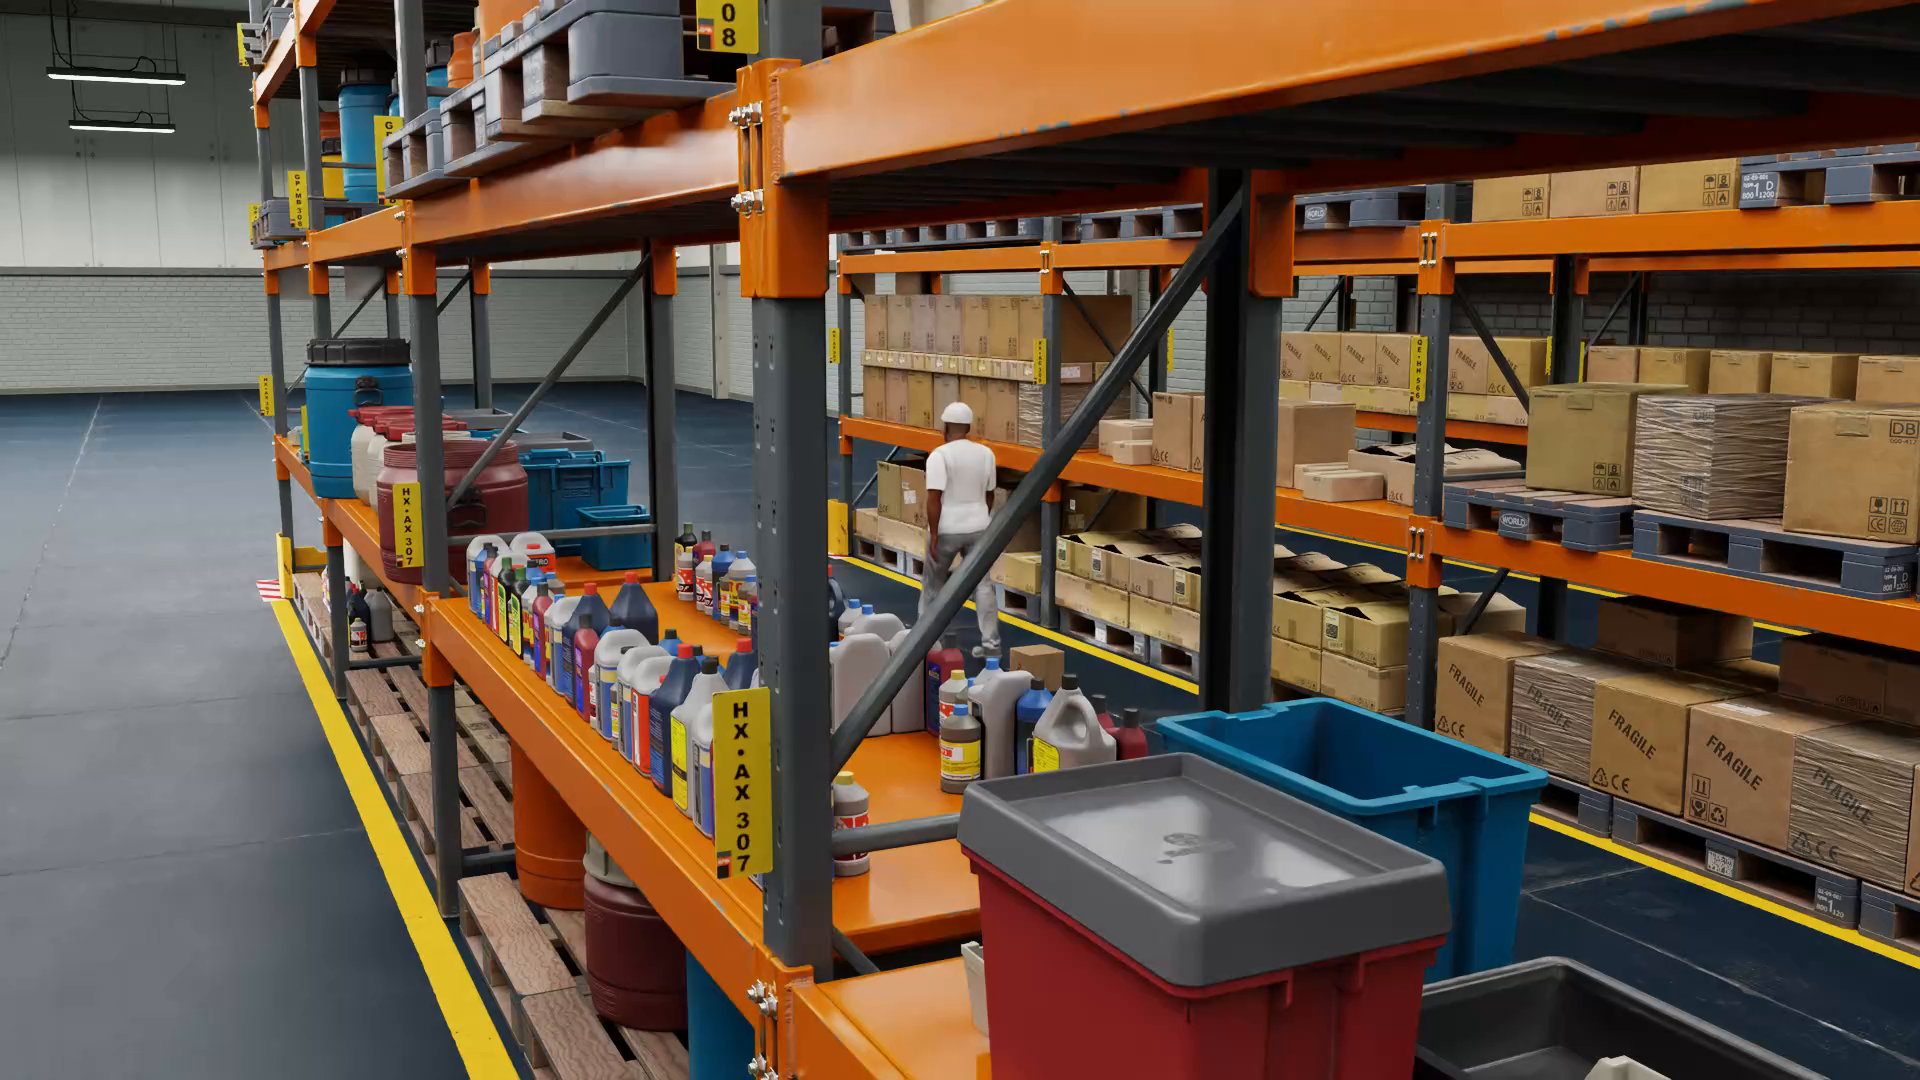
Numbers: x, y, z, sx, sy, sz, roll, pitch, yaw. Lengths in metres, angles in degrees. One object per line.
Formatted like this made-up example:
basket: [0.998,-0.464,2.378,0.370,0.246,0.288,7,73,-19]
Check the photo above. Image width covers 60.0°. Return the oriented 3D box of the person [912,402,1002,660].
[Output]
person: [-0.023,-0.076,11.256,0.577,1.712,1.027,-4,9,-27]
